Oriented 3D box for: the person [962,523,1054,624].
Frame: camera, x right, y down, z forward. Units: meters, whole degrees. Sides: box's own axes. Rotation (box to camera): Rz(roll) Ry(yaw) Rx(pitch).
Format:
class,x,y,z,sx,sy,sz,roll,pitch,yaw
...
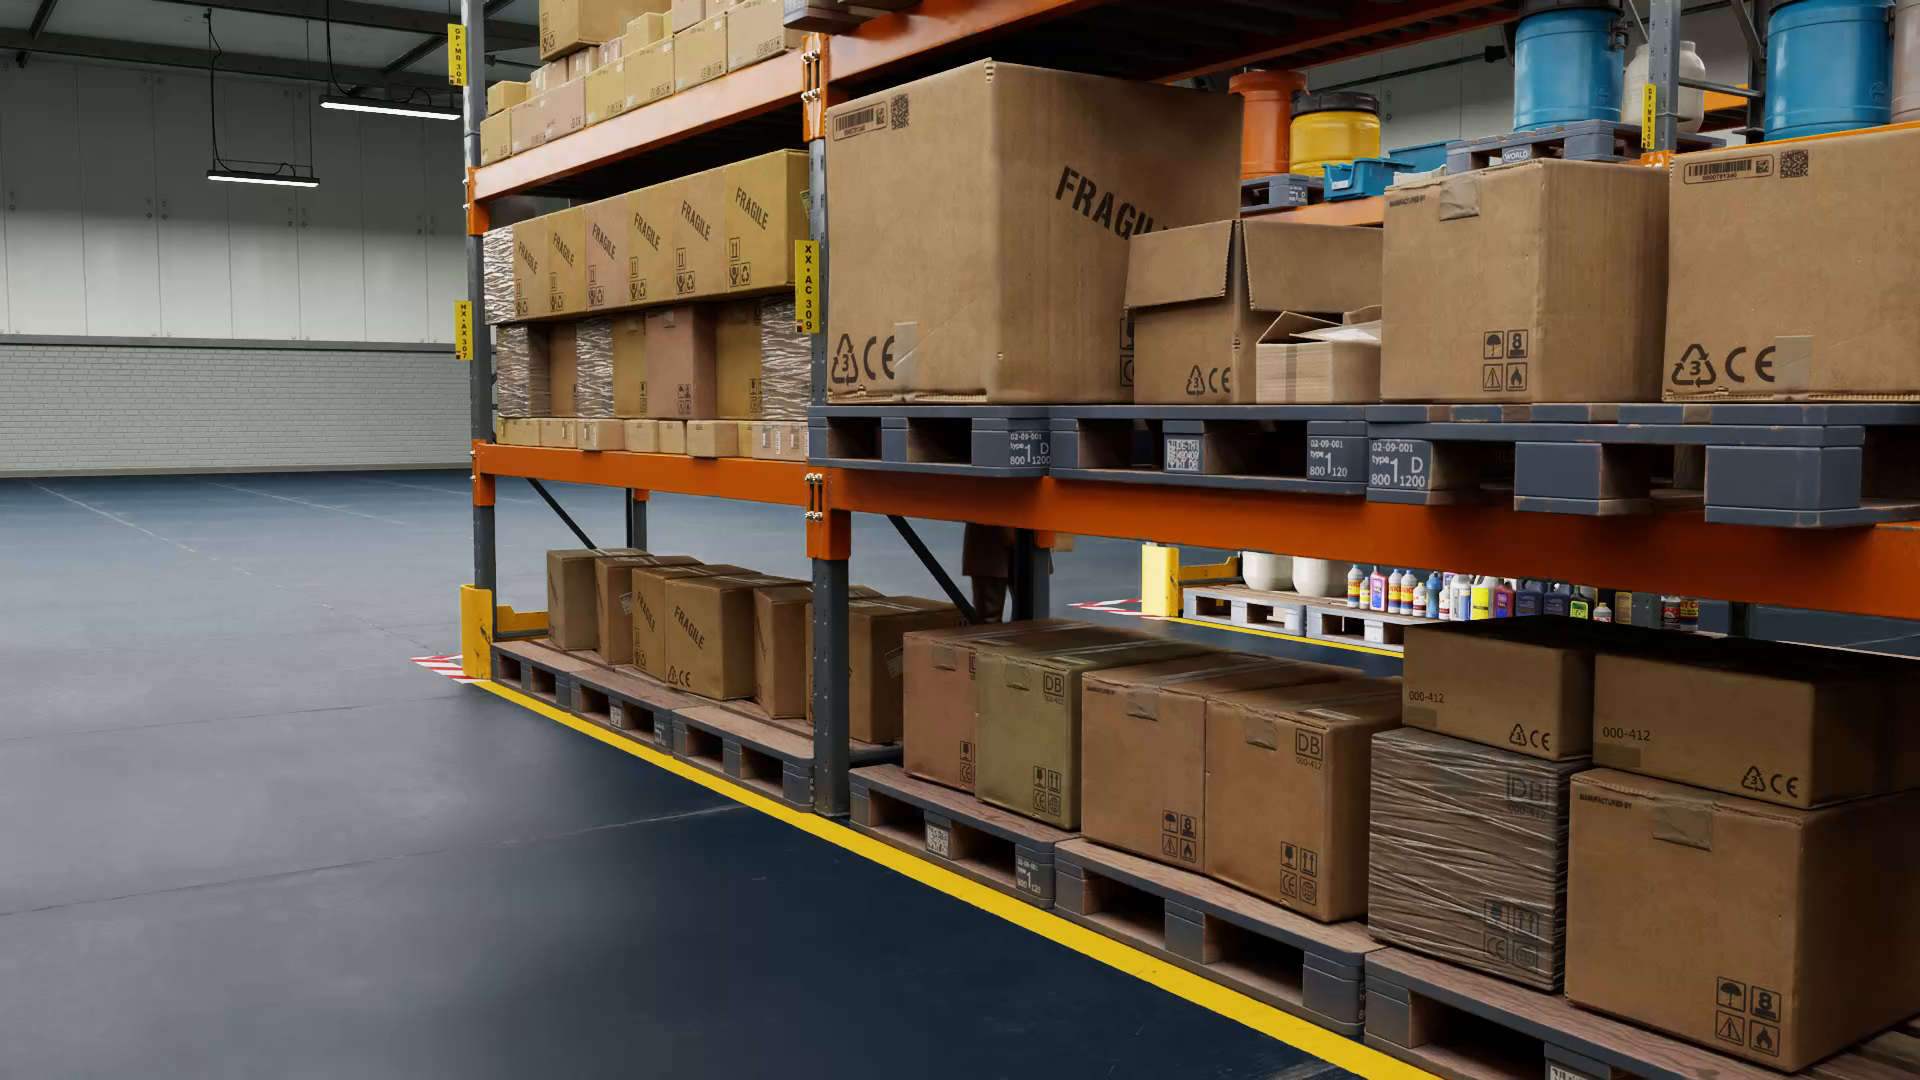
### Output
class,x,y,z,sx,sy,sz,roll,pitch,yaw
person,0.269,-0.036,8.162,0.566,1.782,0.499,-3,5,-33
